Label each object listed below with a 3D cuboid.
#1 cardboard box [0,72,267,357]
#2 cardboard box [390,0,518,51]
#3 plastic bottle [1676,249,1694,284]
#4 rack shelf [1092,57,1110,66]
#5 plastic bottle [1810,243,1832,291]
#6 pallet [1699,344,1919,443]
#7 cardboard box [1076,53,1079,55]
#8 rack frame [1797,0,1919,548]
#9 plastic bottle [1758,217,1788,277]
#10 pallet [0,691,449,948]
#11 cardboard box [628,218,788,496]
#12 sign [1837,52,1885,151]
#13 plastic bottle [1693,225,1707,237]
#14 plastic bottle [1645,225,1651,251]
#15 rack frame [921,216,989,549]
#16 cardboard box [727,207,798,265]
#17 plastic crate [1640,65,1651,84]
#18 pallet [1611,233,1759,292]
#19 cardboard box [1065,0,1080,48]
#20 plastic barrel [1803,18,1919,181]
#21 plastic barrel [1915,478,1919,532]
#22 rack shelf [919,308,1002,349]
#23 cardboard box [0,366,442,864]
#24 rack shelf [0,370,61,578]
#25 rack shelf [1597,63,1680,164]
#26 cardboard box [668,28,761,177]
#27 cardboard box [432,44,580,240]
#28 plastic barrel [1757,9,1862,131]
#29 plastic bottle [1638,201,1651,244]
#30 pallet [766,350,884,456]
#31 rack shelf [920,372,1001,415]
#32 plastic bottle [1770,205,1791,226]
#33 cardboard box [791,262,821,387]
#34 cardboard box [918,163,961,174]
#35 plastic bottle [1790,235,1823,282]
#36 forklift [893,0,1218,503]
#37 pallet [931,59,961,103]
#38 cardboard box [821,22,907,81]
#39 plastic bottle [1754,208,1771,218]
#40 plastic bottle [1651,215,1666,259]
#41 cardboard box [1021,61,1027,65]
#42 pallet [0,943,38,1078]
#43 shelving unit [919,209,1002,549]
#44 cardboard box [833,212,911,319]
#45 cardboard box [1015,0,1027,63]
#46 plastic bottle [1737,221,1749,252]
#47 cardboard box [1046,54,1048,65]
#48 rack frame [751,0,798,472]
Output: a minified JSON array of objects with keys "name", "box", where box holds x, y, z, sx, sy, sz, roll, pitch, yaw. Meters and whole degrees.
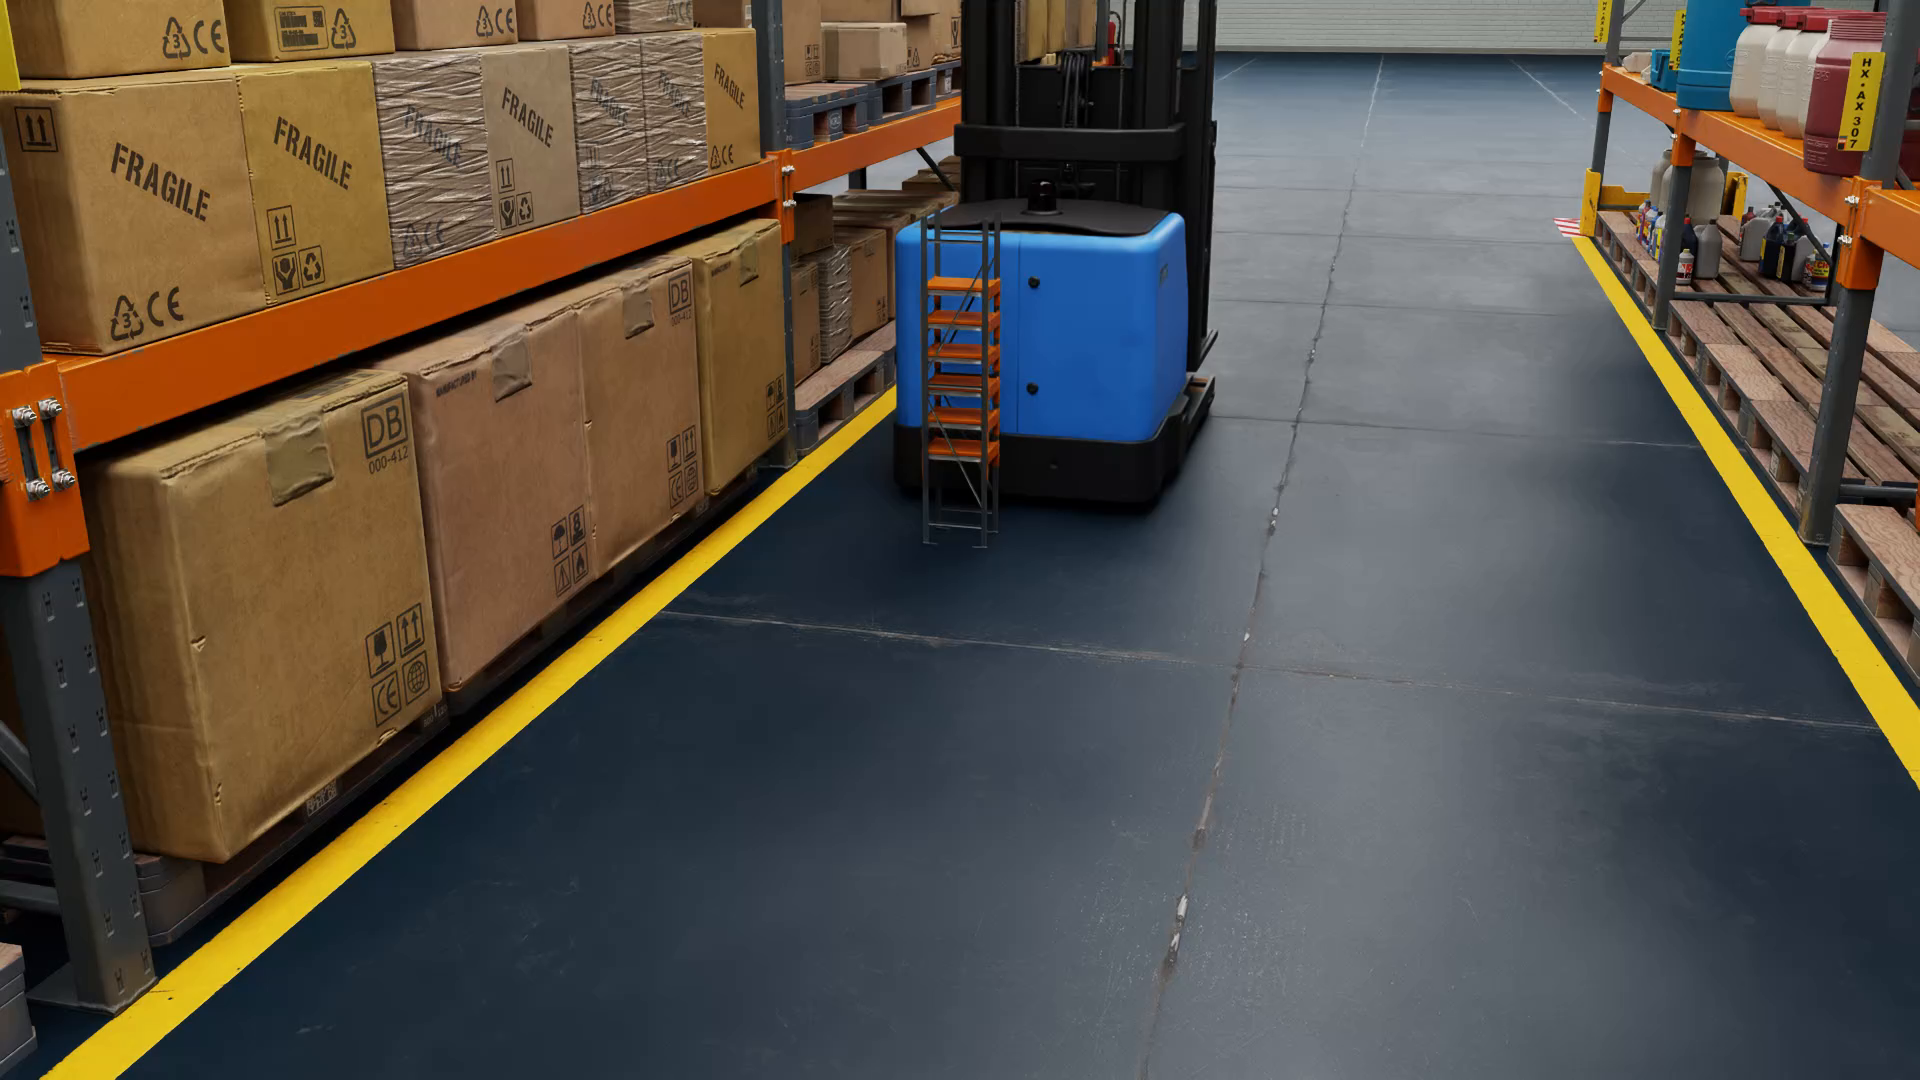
[{"name":"cardboard box","box":[-1.820,-0.685,3.396,0.500,0.500,0.500,5,19,14]},{"name":"cardboard box","box":[-1.711,-1.646,4.659,0.797,0.503,0.637,5,20,15]},{"name":"plastic bottle","box":[4.369,-1.651,10.030,0.097,0.201,0.097,0,19,0]},{"name":"rack shelf","box":[0.269,-3.307,12.341,1.077,0.370,4.000,5,19,13]},{"name":"plastic bottle","box":[5.086,-1.611,9.805,0.097,0.271,0.097,0,19,0]},{"name":"pallet","box":[4.133,-0.677,7.842,1.003,0.211,1.213,5,19,13]},{"name":"cardboard box","box":[0.739,-3.812,13.095,0.380,0.149,0.250,5,19,13]},{"name":"rack frame","box":[3.606,-1.375,5.574,1.000,3.000,0.127,5,19,13]},{"name":"plastic bottle","box":[5.043,-1.815,10.279,0.144,0.351,0.185,5,19,13]},{"name":"pallet","box":[-2.059,0.559,4.224,1.003,0.211,1.213,5,19,13]},{"name":"cardboard box","box":[-1.386,-0.745,6.366,1.225,0.875,0.875,4,19,11]},{"name":"sign","box":[3.071,-1.494,5.668,0.100,0.325,0.005,5,19,13]},{"name":"plastic bottle","box":[4.658,-1.829,10.436,0.152,0.276,0.135,5,19,13]},{"name":"plastic bottle","box":[4.683,-2.053,11.207,0.097,0.201,0.097,0,19,0]},{"name":"rack frame","box":[-0.019,-0.544,5.923,0.240,1.200,0.006,5,19,13]},{"name":"cardboard box","box":[-1.063,-1.359,7.552,0.500,0.250,0.500,5,20,16]},{"name":"plastic crate","box":[4.734,-3.033,10.835,0.530,0.136,0.437,5,19,13]},{"name":"pallet","box":[5.084,-1.900,11.425,1.003,0.211,1.213,5,19,13]},{"name":"cardboard box","box":[0.427,-3.972,12.562,0.875,0.500,0.500,5,19,13]},{"name":"plastic barrel","box":[3.425,-1.609,6.047,0.600,0.536,0.708,5,19,13]},{"name":"plastic barrel","box":[3.503,-0.392,5.404,0.600,0.830,0.708,5,19,13]},{"name":"rack shelf","box":[0.004,-0.757,5.944,0.258,0.103,0.180,5,19,13]},{"name":"cardboard box","box":[-2.037,0.092,3.916,1.225,0.875,0.875,5,19,14]},{"name":"rack shelf","box":[-2.663,0.455,1.329,1.077,0.370,4.000,5,19,13]},{"name":"rack shelf","box":[5.072,-2.916,11.196,1.077,0.370,4.000,5,19,13]},{"name":"cardboard box","box":[-1.077,-1.640,6.192,0.500,0.500,0.500,5,20,15]},{"name":"cardboard box","box":[-1.454,-1.161,4.792,0.500,0.500,0.500,5,19,14]},{"name":"plastic barrel","box":[3.957,-2.181,7.722,0.433,0.535,0.433,0,19,0]},{"name":"plastic bottle","box":[4.742,-2.192,11.487,0.061,0.283,0.133,5,19,14]},{"name":"pallet","box":[-1.005,-0.692,7.886,1.003,0.211,1.213,5,19,13]},{"name":"rack shelf","box":[0.004,-0.530,6.021,0.258,0.103,0.180,5,19,13]},{"name":"plastic bottle","box":[5.333,-1.996,10.809,0.144,0.351,0.185,5,19,13]},{"name":"cardboard box","box":[-1.053,-1.003,7.671,0.700,0.500,0.500,4,19,10]},{"name":"cardboard box","box":[0.049,-2.338,11.611,0.500,0.500,0.500,12,22,31]},{"name":"plastic bottle","box":[5.138,-1.717,10.107,0.152,0.276,0.135,5,20,15]},{"name":"forklift","box":[0.606,-1.969,7.418,1.130,2.935,3.031,5,19,14]},{"name":"pallet","box":[-0.548,-2.701,9.753,1.003,0.211,1.213,5,19,13]},{"name":"cardboard box","box":[-0.565,-2.401,8.160,0.500,0.250,0.500,4,19,12]},{"name":"plastic bottle","box":[5.449,-2.115,11.272,0.152,0.276,0.135,5,19,14]},{"name":"plastic bottle","box":[4.630,-1.985,10.892,0.152,0.276,0.135,5,19,14]},{"name":"cardboard box","box":[0.232,-3.103,11.020,0.380,0.149,0.250,5,19,13]},{"name":"pallet","box":[-2.436,1.039,2.819,1.003,0.211,1.213,5,19,13]},{"name":"shelving unit","box":[0.004,-0.572,6.007,0.258,1.200,0.189,5,19,13]},{"name":"cardboard box","box":[-0.662,-1.531,9.217,0.700,0.500,0.500,3,19,9]},{"name":"cardboard box","box":[-0.050,-3.344,10.724,0.875,0.500,0.500,5,19,13]},{"name":"plastic bottle","box":[5.289,-2.040,11.169,0.097,0.201,0.097,0,19,0]},{"name":"cardboard box","box":[0.406,-3.339,11.710,0.380,0.149,0.250,5,19,13]},{"name":"rack frame","box":[-1.197,-1.767,6.719,1.000,3.000,0.127,5,19,13]}]
